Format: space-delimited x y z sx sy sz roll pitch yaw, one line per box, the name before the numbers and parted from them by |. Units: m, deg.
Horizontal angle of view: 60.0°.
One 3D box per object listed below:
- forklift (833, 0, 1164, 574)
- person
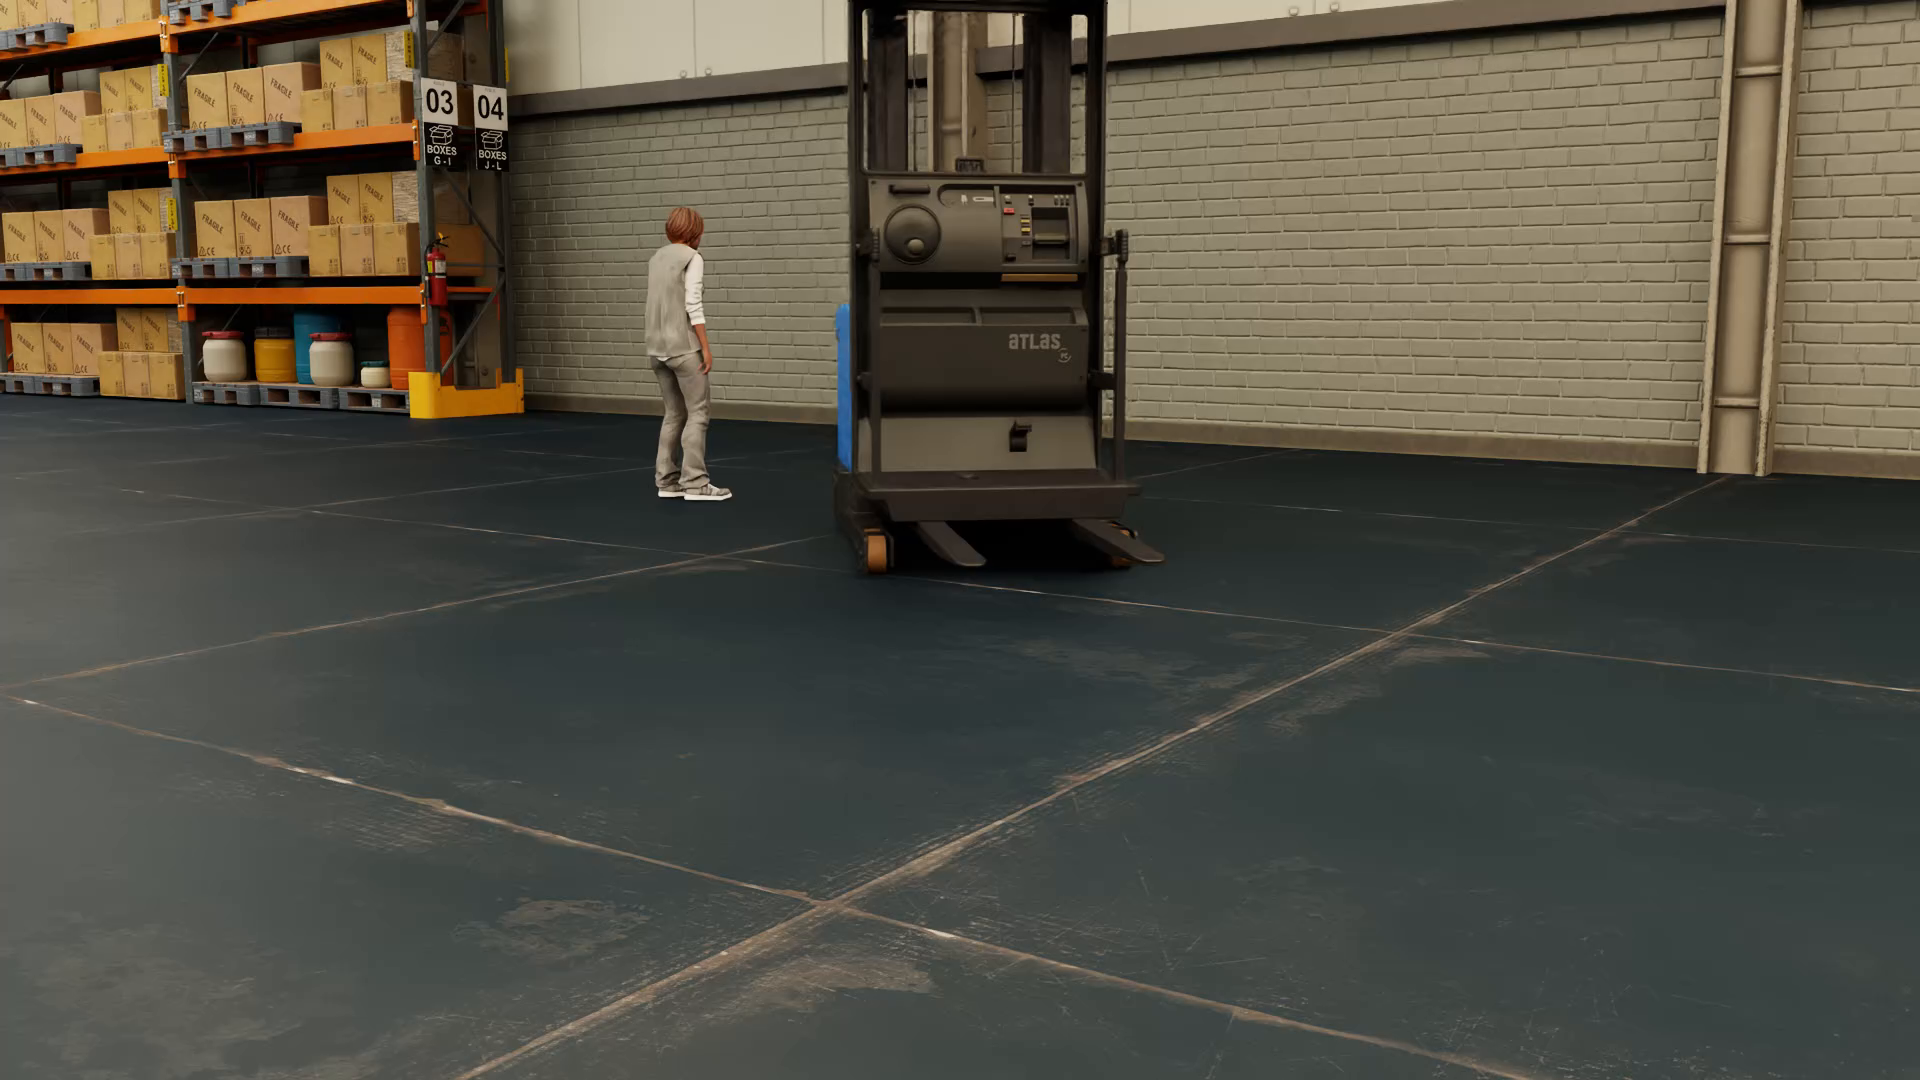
forklift | 0.113 -1.365 6.792 1.130 2.935 3.031 -1 8 -9
person | -1.524 -1.014 9.082 0.472 1.592 0.348 8 11 43
